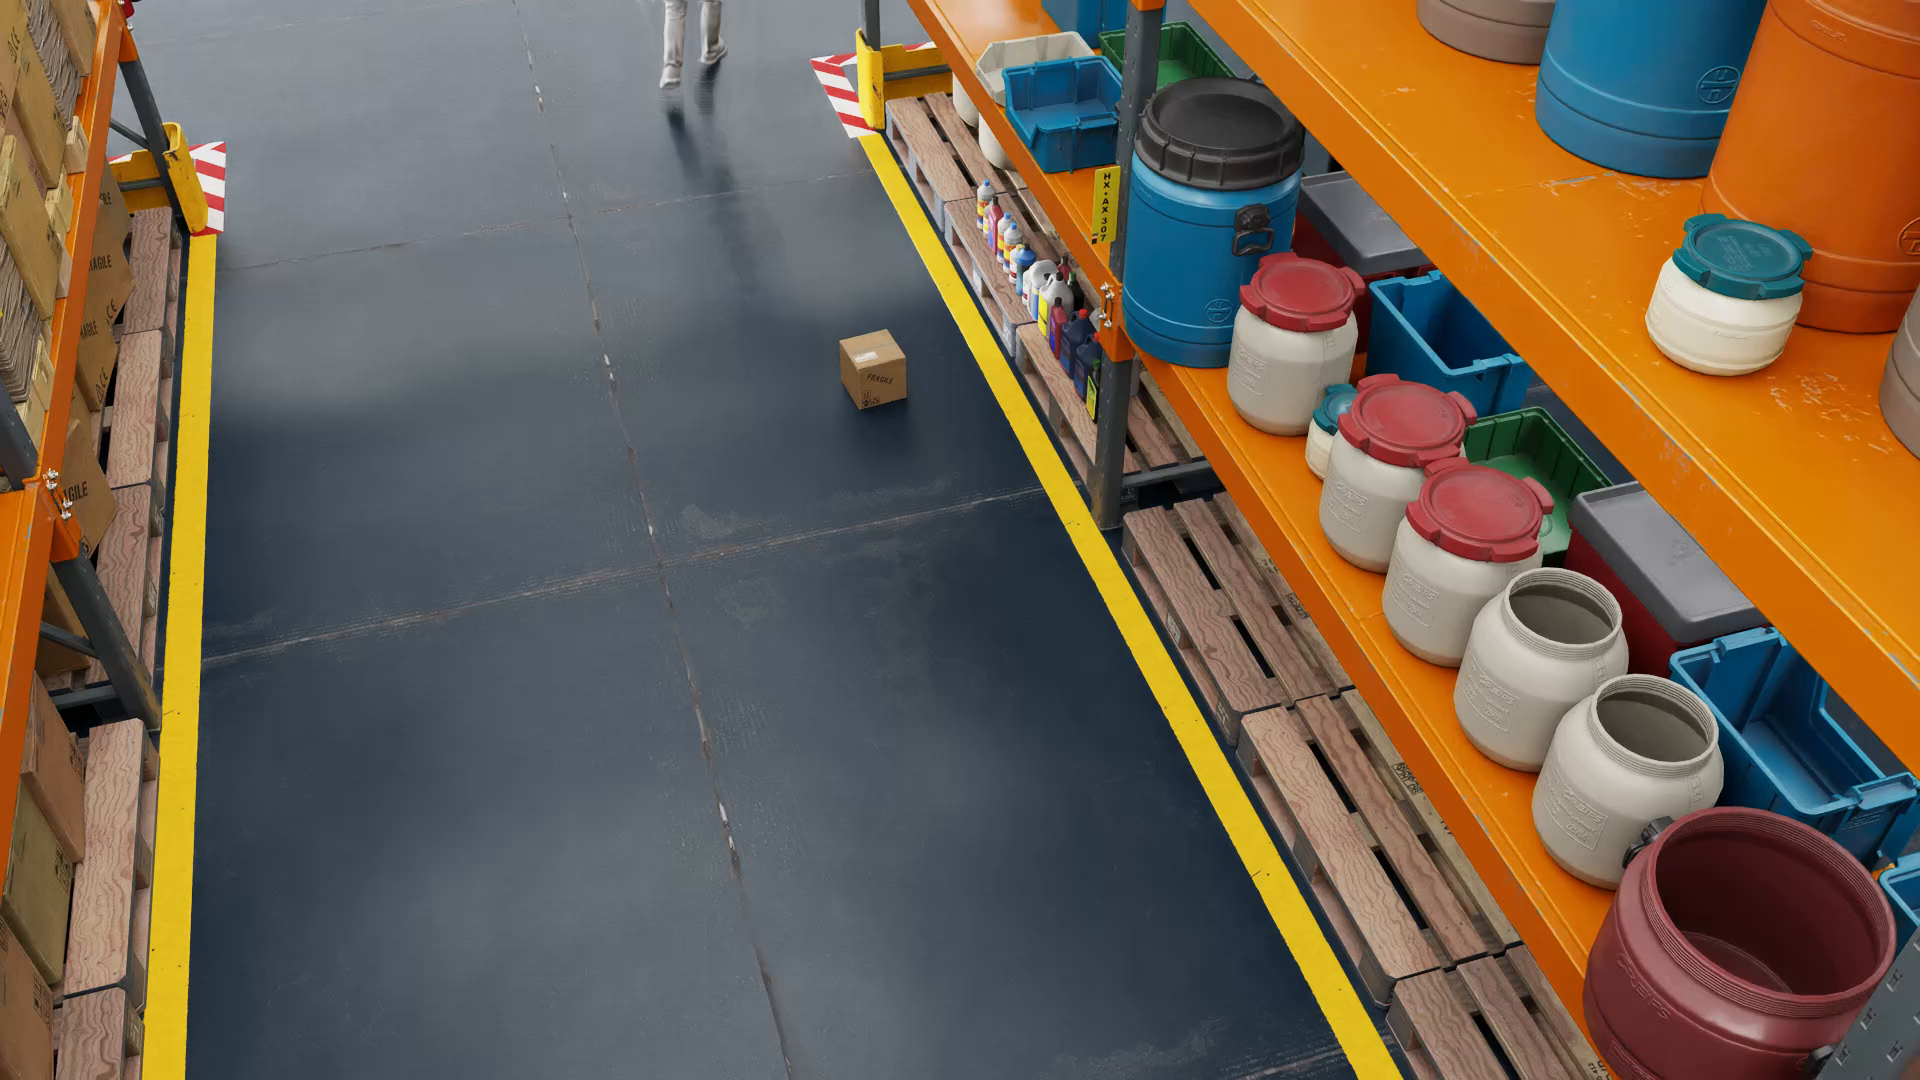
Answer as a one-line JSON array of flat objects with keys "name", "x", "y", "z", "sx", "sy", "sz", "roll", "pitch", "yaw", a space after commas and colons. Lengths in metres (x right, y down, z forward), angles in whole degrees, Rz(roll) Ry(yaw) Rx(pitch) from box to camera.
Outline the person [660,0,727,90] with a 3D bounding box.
[{"name": "person", "x": -1.644, "y": -3.536, "z": 10.017, "sx": 0.555, "sy": 1.619, "sz": 0.903, "roll": 6, "pitch": 43, "yaw": 7}]
